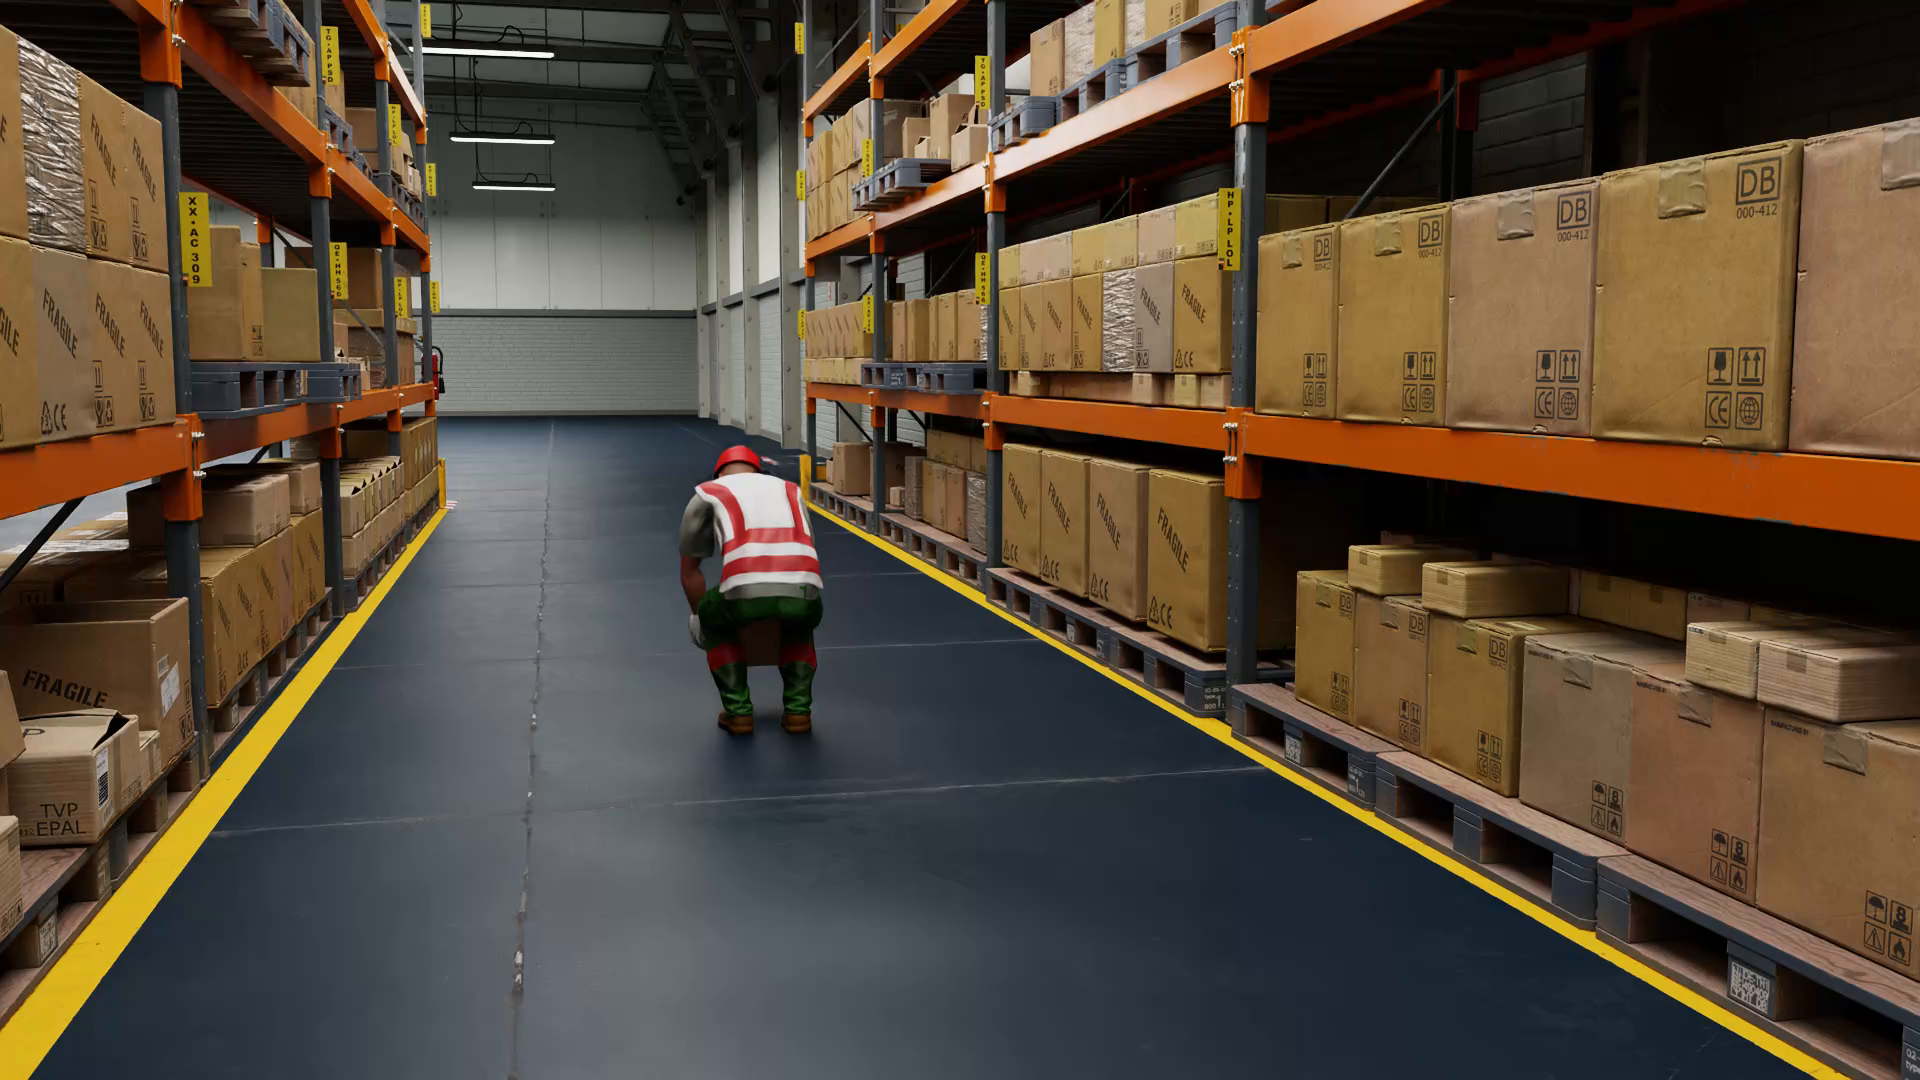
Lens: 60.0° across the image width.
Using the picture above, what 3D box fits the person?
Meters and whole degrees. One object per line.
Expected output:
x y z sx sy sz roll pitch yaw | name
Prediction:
-0.864 0.199 6.907 0.582 1.158 0.850 -1 6 -14 | person
